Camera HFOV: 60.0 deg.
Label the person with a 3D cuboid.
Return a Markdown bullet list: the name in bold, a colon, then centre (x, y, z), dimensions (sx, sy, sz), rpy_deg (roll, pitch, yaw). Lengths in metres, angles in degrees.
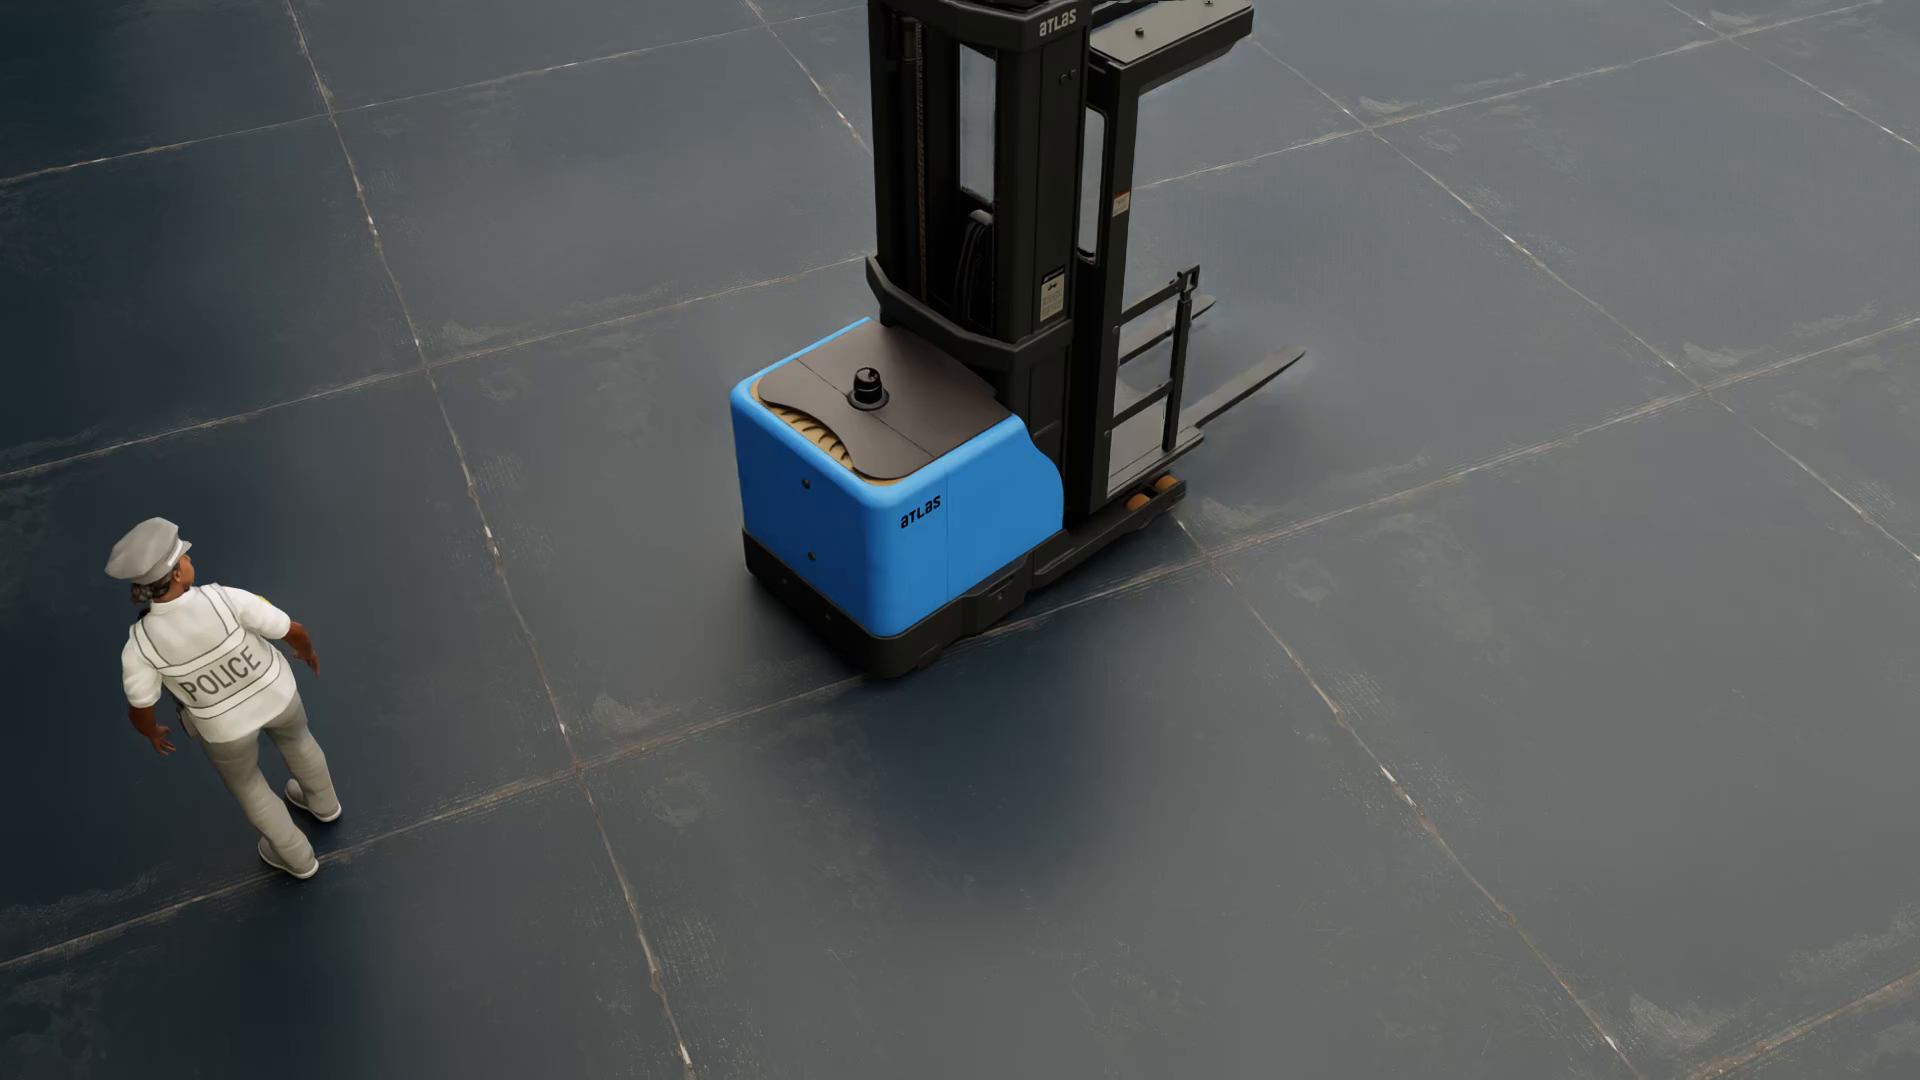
- **person**: centre (-2.637, 0.572, 6.006), dimensions (0.663, 1.656, 0.482), rpy_deg (-33, 52, -30)

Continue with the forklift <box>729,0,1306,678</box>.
- **forklift**: centre (0.444, -1.362, 7.139), dimensions (3.031, 2.935, 1.130), rpy_deg (-32, 52, -30)
